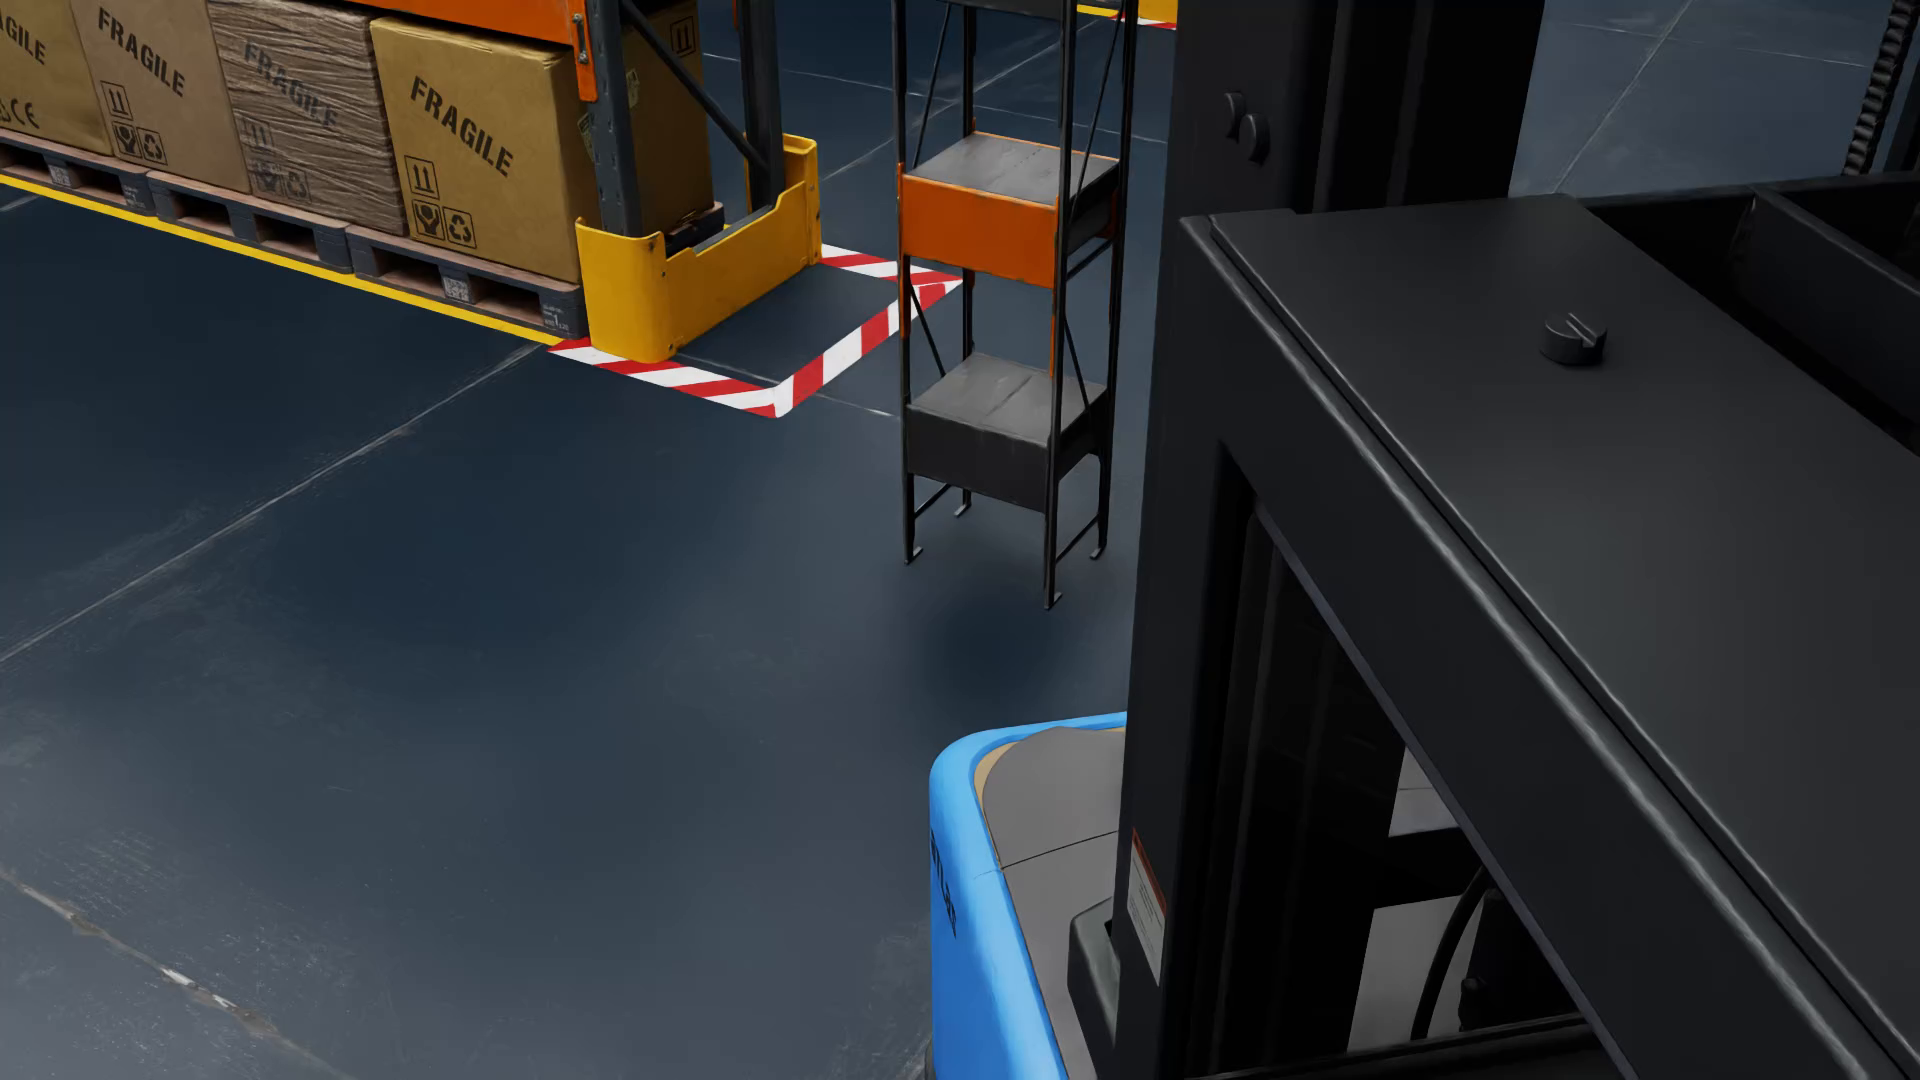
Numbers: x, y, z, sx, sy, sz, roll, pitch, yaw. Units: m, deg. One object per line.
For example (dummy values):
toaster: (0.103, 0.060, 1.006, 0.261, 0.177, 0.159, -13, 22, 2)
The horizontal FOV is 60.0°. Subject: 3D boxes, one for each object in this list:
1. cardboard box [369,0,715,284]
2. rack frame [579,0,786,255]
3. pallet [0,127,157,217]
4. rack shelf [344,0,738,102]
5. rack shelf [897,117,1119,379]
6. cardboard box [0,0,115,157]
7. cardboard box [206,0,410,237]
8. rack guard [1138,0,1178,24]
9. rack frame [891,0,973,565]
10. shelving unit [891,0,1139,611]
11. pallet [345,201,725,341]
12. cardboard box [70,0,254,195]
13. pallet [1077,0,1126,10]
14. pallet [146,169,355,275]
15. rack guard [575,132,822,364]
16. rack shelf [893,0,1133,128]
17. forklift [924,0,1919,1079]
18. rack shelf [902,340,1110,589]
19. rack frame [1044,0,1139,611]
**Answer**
cardboard box: (-1.615, -1.659, 6.573, 0.875, 0.875, 0.875, 18, 37, 24)
rack frame: (-1.019, -2.231, 5.894, 0.127, 3.000, 1.000, 18, 37, 24)
pallet: (-3.871, -1.924, 7.948, 1.213, 0.211, 1.003, 18, 37, 24)
rack shelf: (-2.756, -2.482, 6.920, 4.000, 0.370, 1.077, 18, 37, 24)
rack shelf: (0.144, -0.817, 4.607, 0.480, 0.518, 0.431, 18, 37, 24)
cardboard box: (-3.959, -2.402, 7.688, 0.875, 0.875, 0.875, 18, 37, 24)
cardboard box: (-2.405, -1.909, 6.949, 0.875, 0.875, 0.875, 18, 37, 24)
rack guard: (1.466, -3.574, 10.166, 0.348, 0.500, 1.175, 18, 37, 24)
rack frame: (-0.068, -0.896, 4.700, 0.015, 2.100, 0.400, 18, 37, 24)
shelving unit: (0.144, -0.828, 4.600, 0.503, 2.100, 0.431, 18, 37, 24)
pallet: (-1.752, -1.253, 6.941, 1.213, 0.211, 1.003, 18, 37, 24)
cardboard box: (-3.177, -2.154, 7.317, 0.875, 0.875, 0.875, 18, 37, 24)
pallet: (0.742, -3.699, 10.615, 1.213, 0.211, 1.003, 18, 37, 24)
pallet: (-2.807, -1.589, 7.445, 1.213, 0.211, 1.003, 18, 37, 24)
rack guard: (-0.998, -1.184, 6.577, 0.348, 0.500, 1.175, 18, 37, 24)
rack shelf: (0.144, -1.400, 4.219, 0.480, 0.518, 0.431, 18, 37, 24)
forklift: (0.733, 0.751, 1.478, 1.130, 2.935, 3.031, -7, 34, -10)
rack shelf: (0.144, -0.234, 4.995, 0.480, 0.518, 0.431, 18, 37, 24)
rack frame: (0.356, -0.761, 4.499, 0.015, 2.100, 0.400, 18, 37, 24)
